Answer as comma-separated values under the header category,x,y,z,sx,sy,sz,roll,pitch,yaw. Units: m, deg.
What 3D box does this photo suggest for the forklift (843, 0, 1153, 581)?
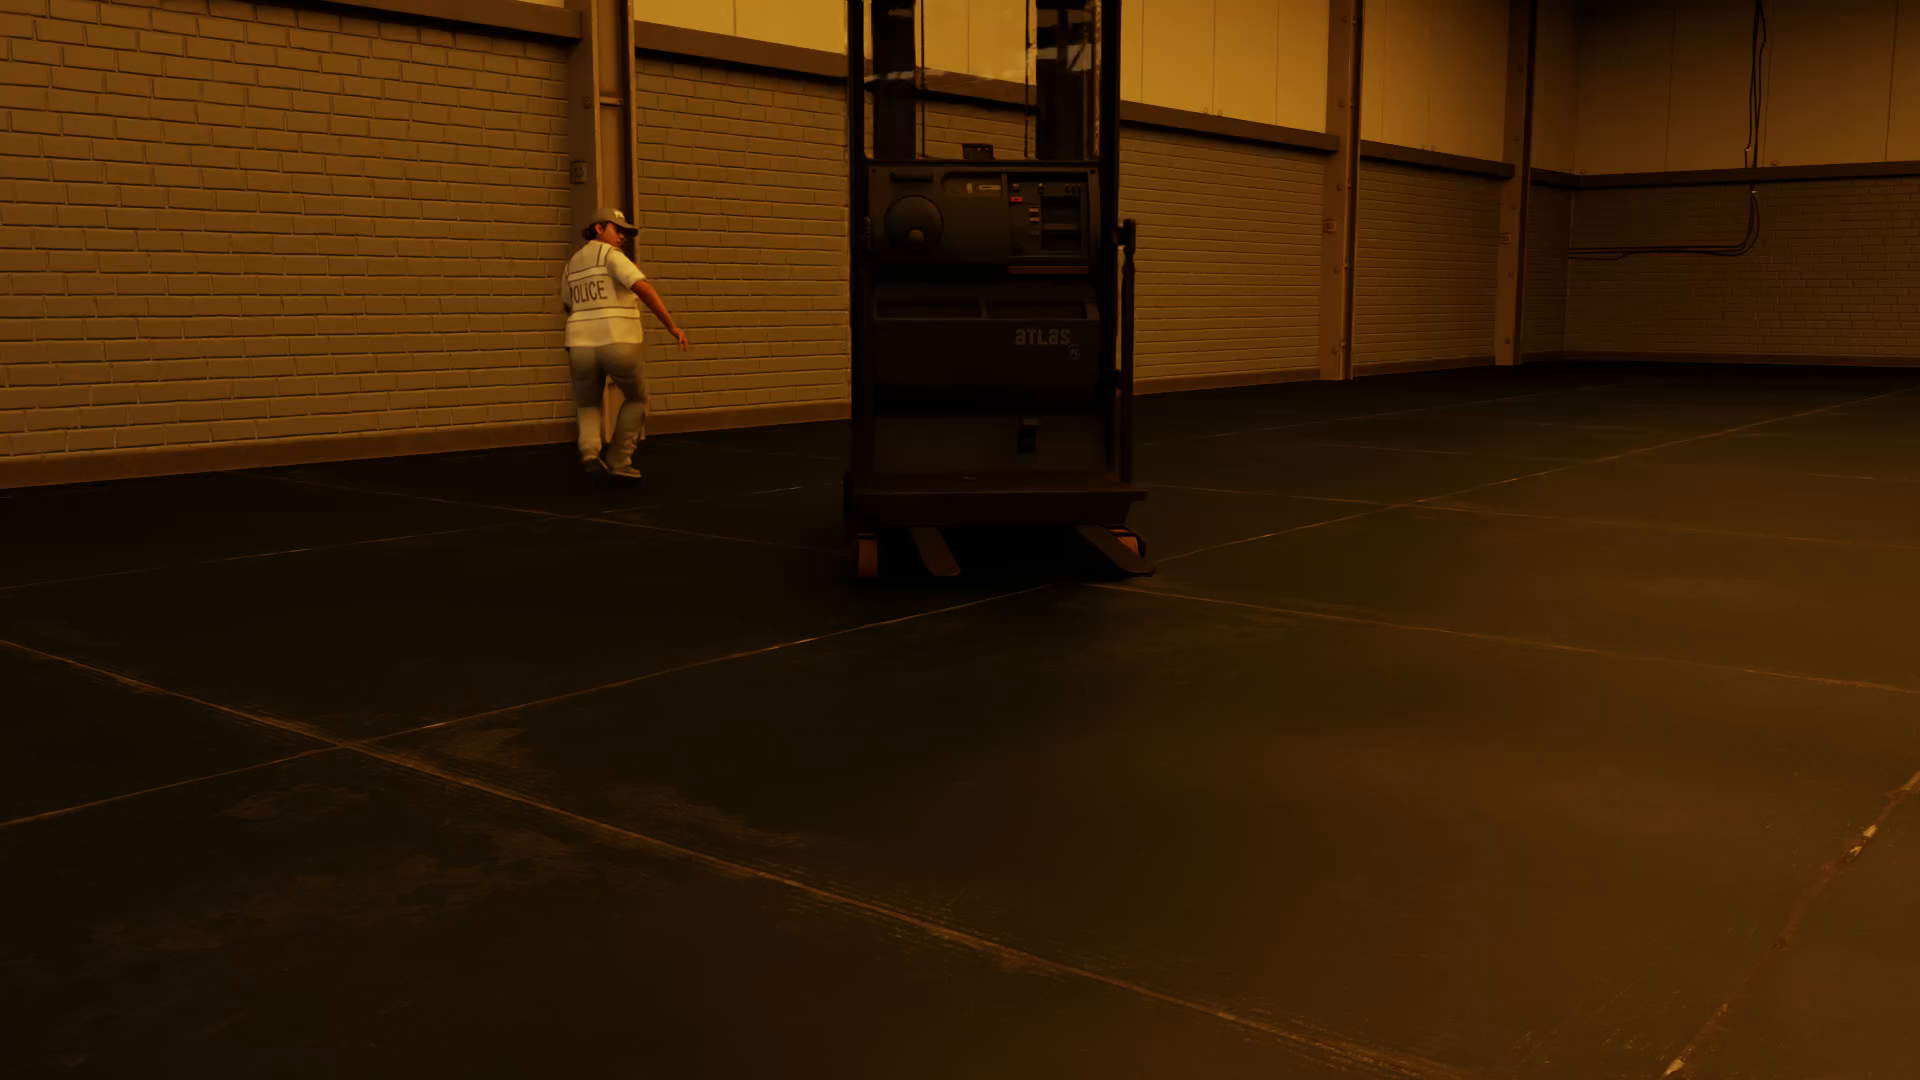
category,x,y,z,sx,sy,sz,roll,pitch,yaw
forklift,0.120,-1.343,6.459,1.130,2.935,3.031,-1,8,-5

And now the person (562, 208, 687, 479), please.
category,x,y,z,sx,sy,sz,roll,pitch,yaw
person,-1.902,-1.100,9.437,0.817,1.546,0.807,2,9,15
